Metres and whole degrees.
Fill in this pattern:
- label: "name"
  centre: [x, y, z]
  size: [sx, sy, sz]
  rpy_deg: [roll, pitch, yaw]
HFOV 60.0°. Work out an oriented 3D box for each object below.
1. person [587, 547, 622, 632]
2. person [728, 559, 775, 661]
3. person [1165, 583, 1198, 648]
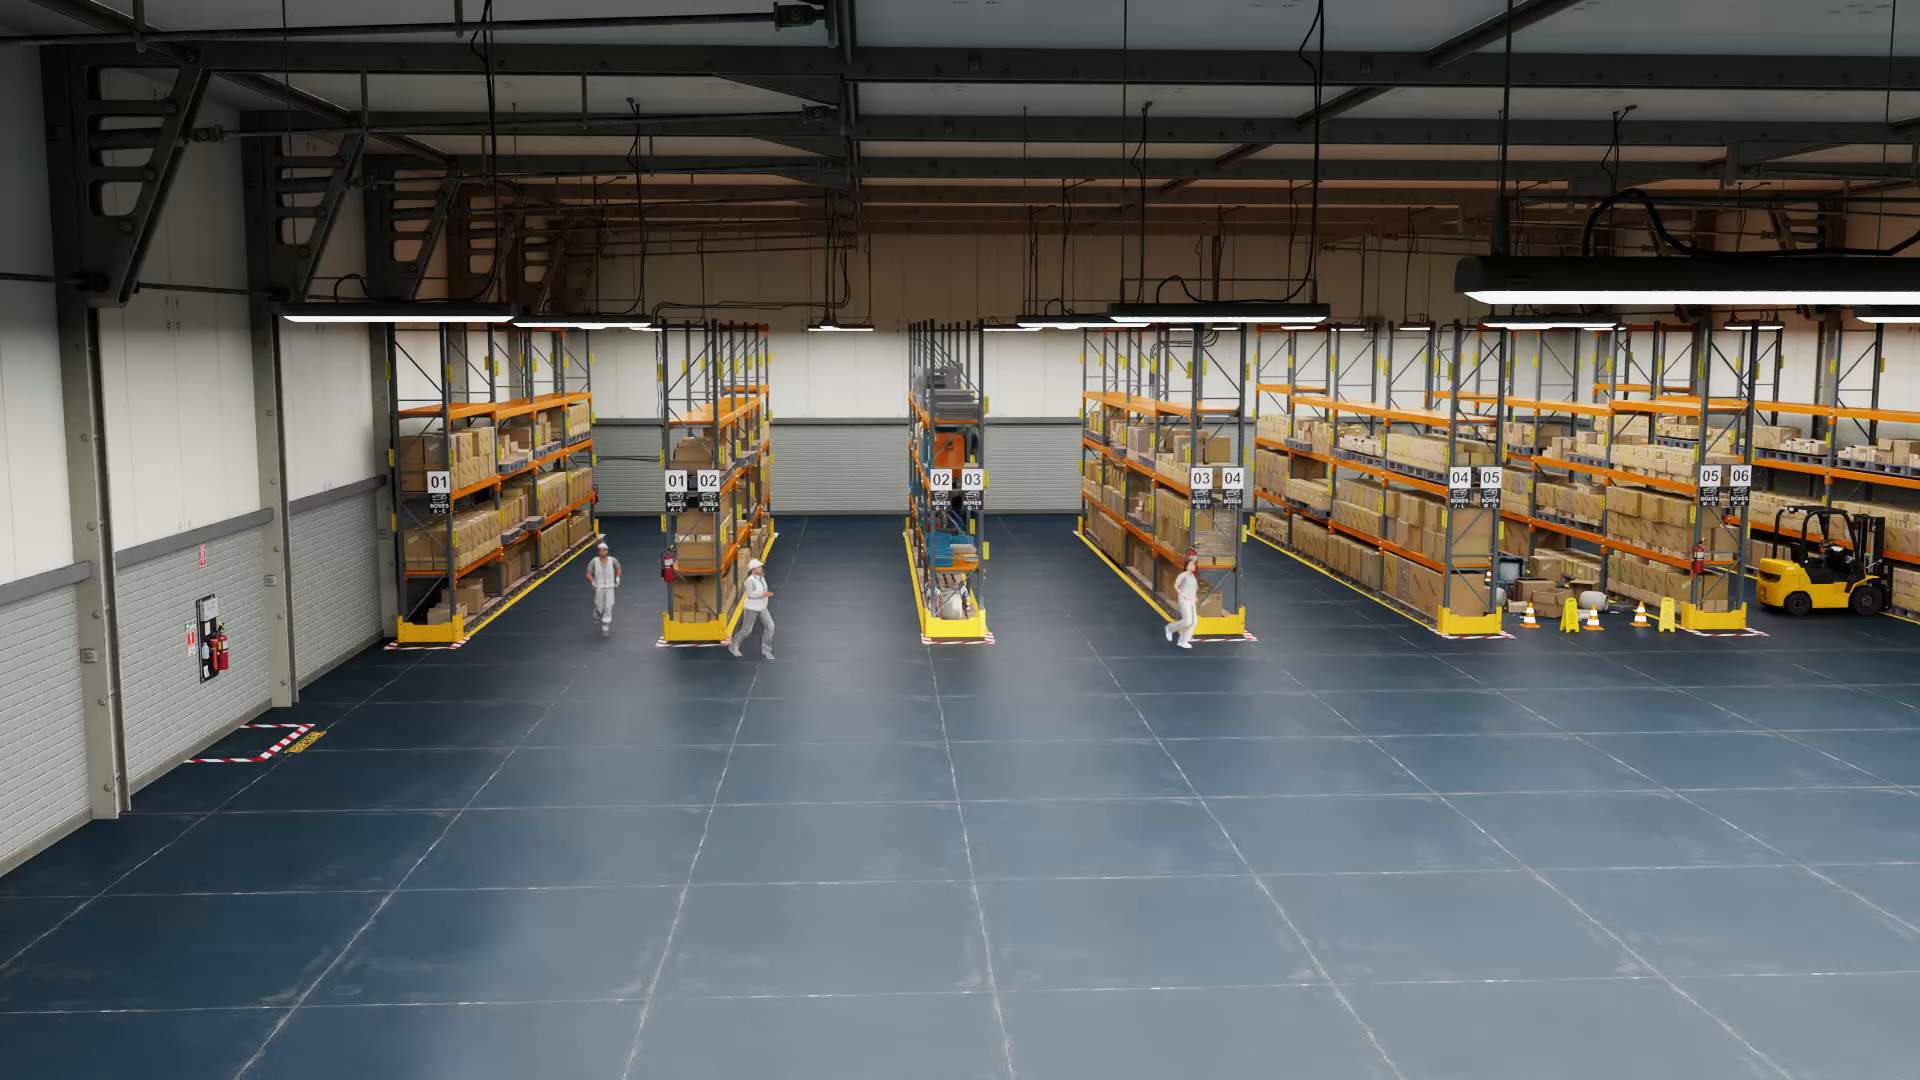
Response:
- label: "person"
  centre: [-6.822, 0.916, 31.909]
  size: [0.661, 1.659, 0.620]
  rpy_deg: [-2, 7, -16]
- label: "person"
  centre: [-3.637, 1.231, 29.342]
  size: [0.900, 1.823, 0.664]
  rpy_deg: [4, 8, 27]
- label: "person"
  centre: [4.096, 1.367, 30.645]
  size: [0.576, 1.189, 0.379]
  rpy_deg: [6, 10, 42]
